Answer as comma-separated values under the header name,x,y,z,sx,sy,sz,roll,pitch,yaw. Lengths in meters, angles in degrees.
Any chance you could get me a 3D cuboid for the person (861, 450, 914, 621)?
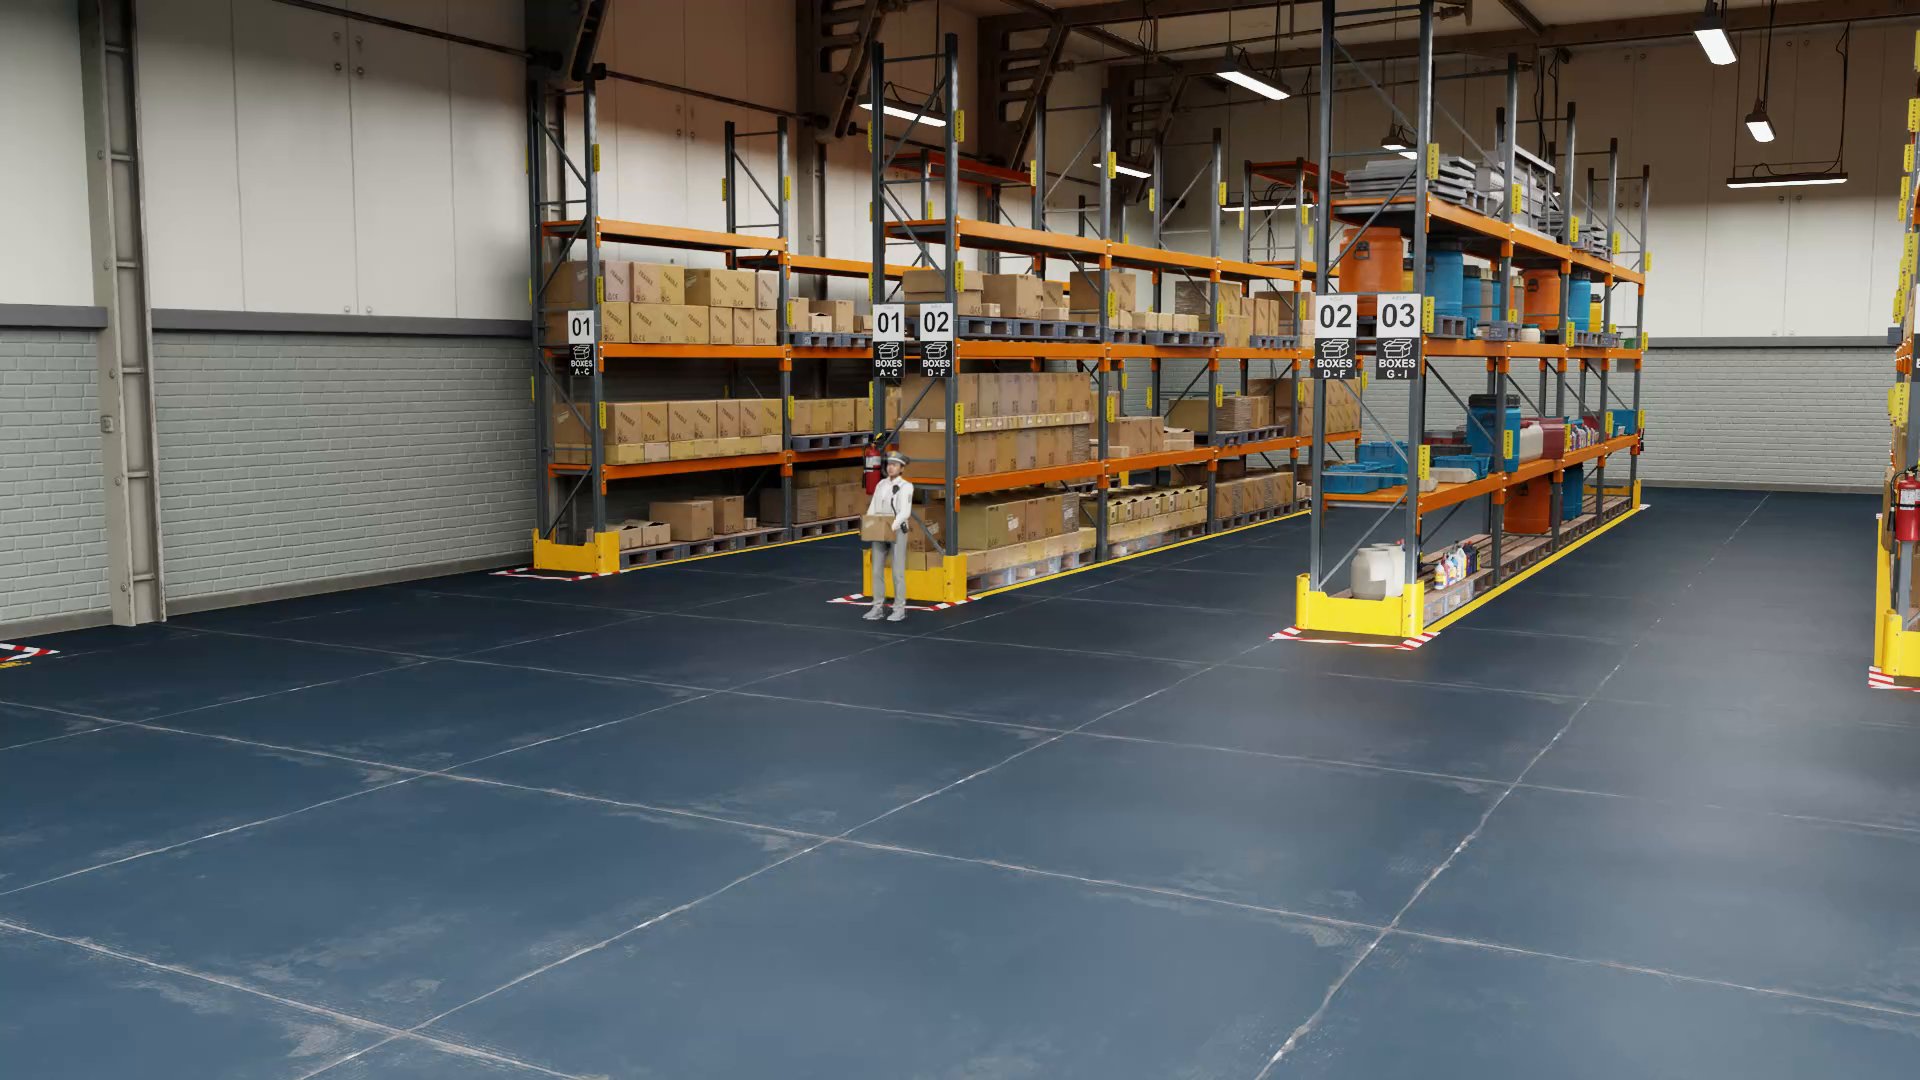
name,x,y,z,sx,sy,sz,roll,pitch,yaw
person,-0.714,-0.044,16.602,0.471,1.700,0.543,4,7,33
